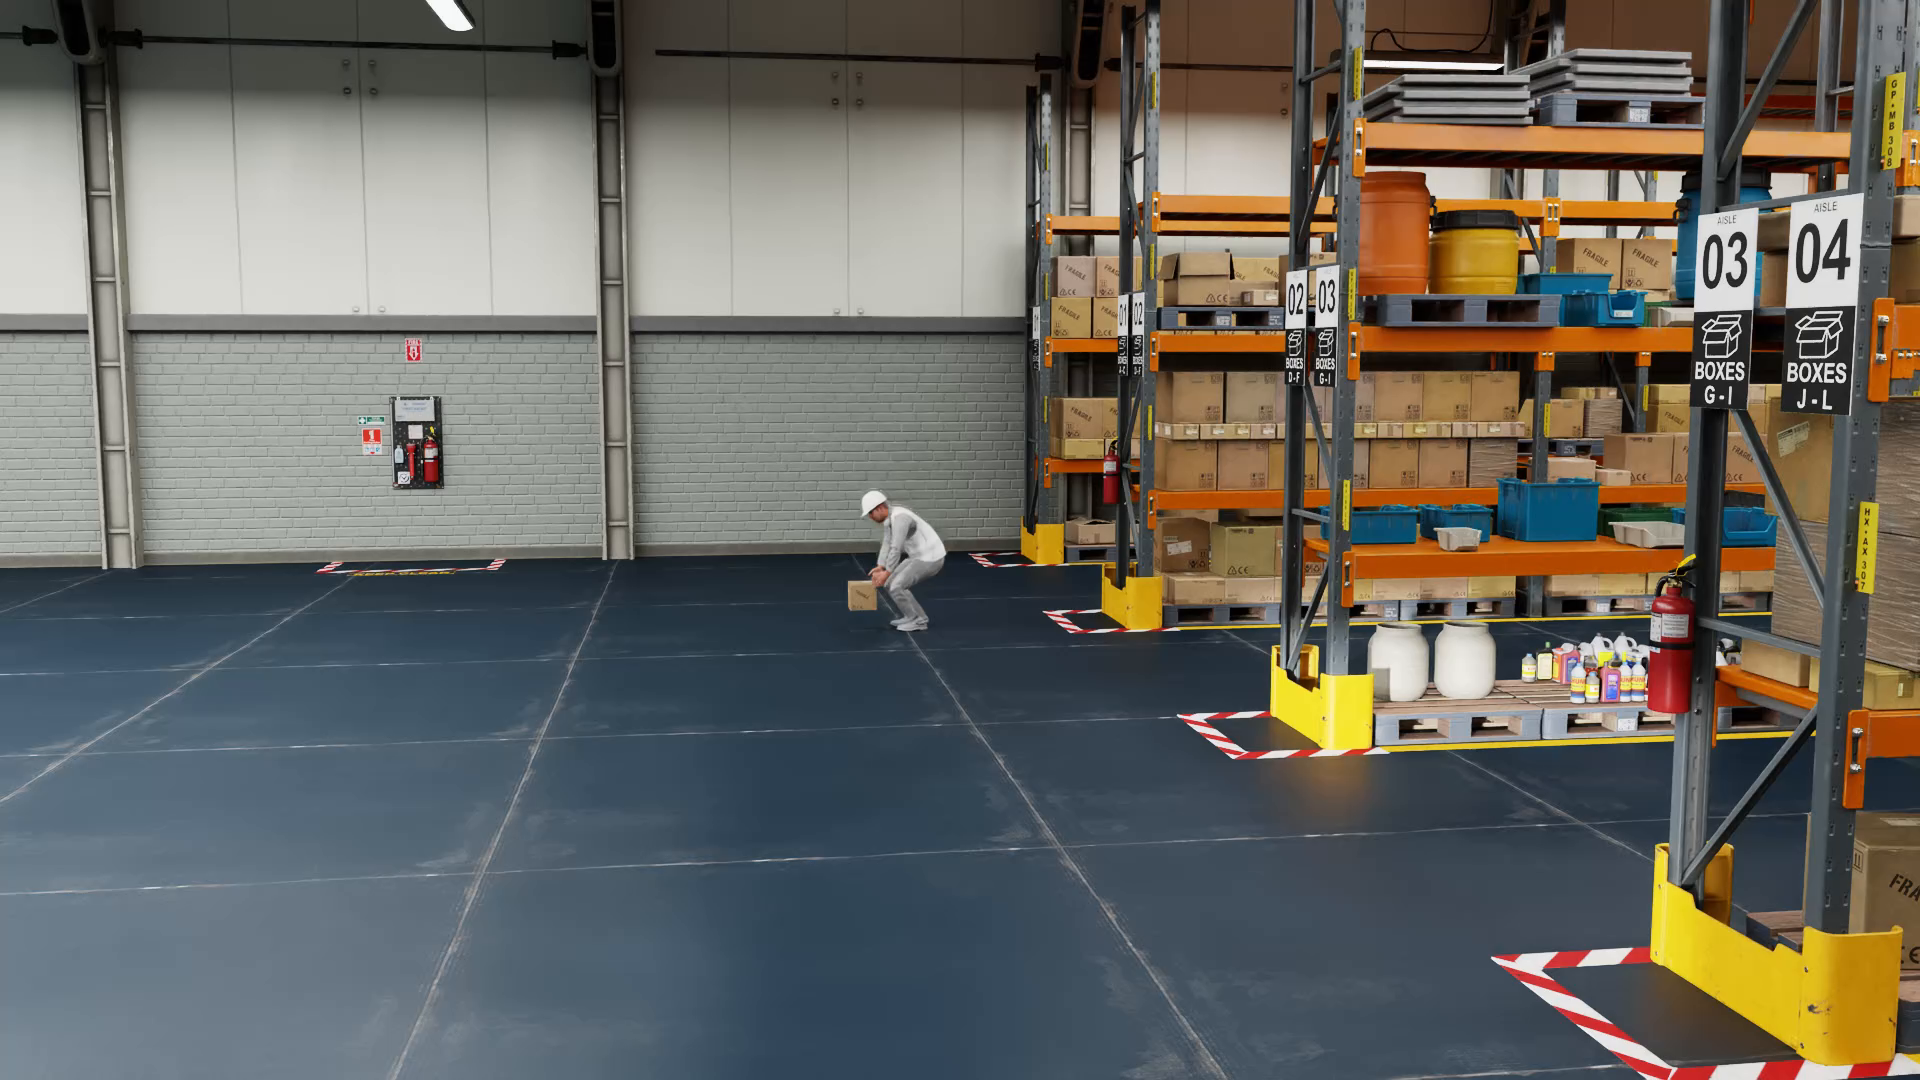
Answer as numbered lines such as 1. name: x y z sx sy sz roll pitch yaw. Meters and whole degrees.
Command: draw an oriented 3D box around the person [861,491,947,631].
1. person: -0.536 0.194 15.861 0.810 1.333 0.588 -1 7 -9
